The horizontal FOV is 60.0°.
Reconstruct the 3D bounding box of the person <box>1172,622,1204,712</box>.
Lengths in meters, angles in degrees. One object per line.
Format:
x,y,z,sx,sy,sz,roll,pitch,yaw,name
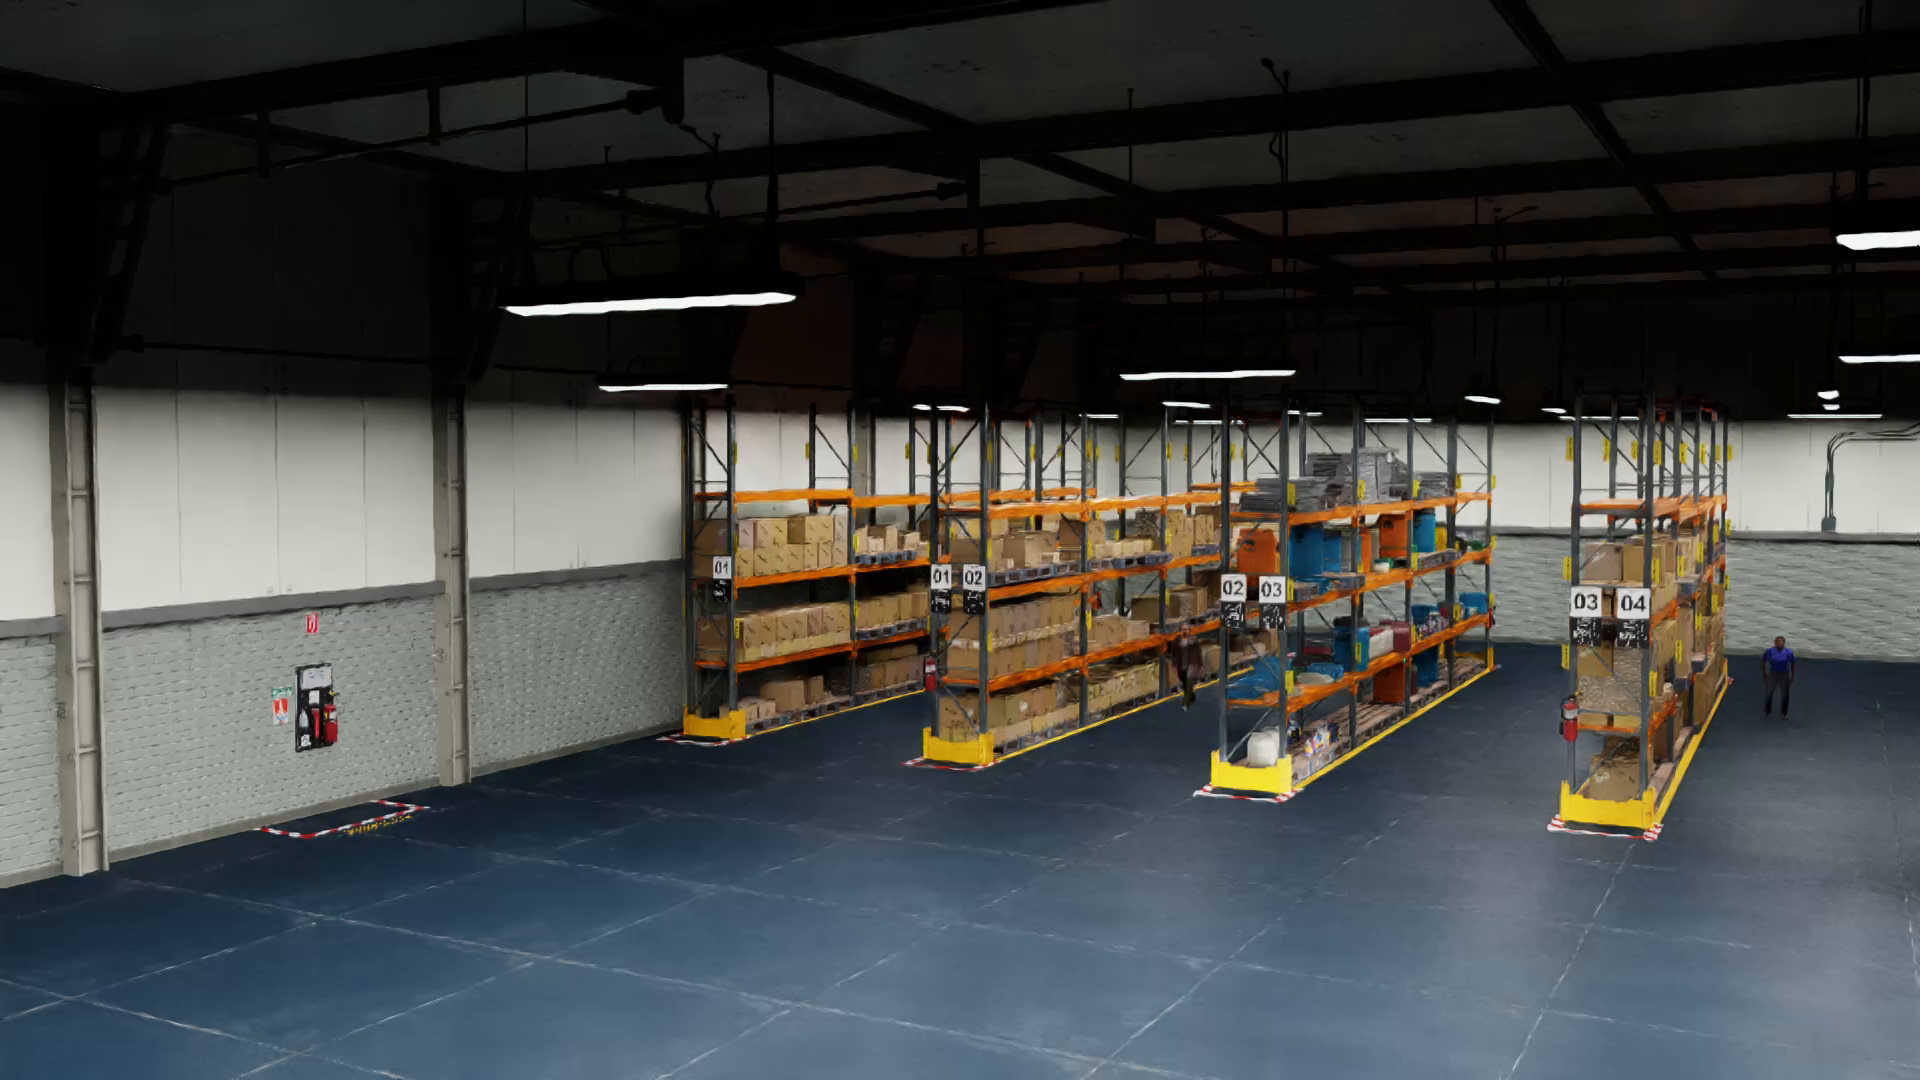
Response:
4.366,2.439,32.205,0.585,1.698,1.193,2,3,30,person

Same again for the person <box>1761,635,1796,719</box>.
15.337,2.567,31.169,0.592,1.604,0.513,1,3,26,person

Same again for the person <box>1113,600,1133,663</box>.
3.804,2.166,38.761,0.625,1.611,0.582,1,3,26,person
